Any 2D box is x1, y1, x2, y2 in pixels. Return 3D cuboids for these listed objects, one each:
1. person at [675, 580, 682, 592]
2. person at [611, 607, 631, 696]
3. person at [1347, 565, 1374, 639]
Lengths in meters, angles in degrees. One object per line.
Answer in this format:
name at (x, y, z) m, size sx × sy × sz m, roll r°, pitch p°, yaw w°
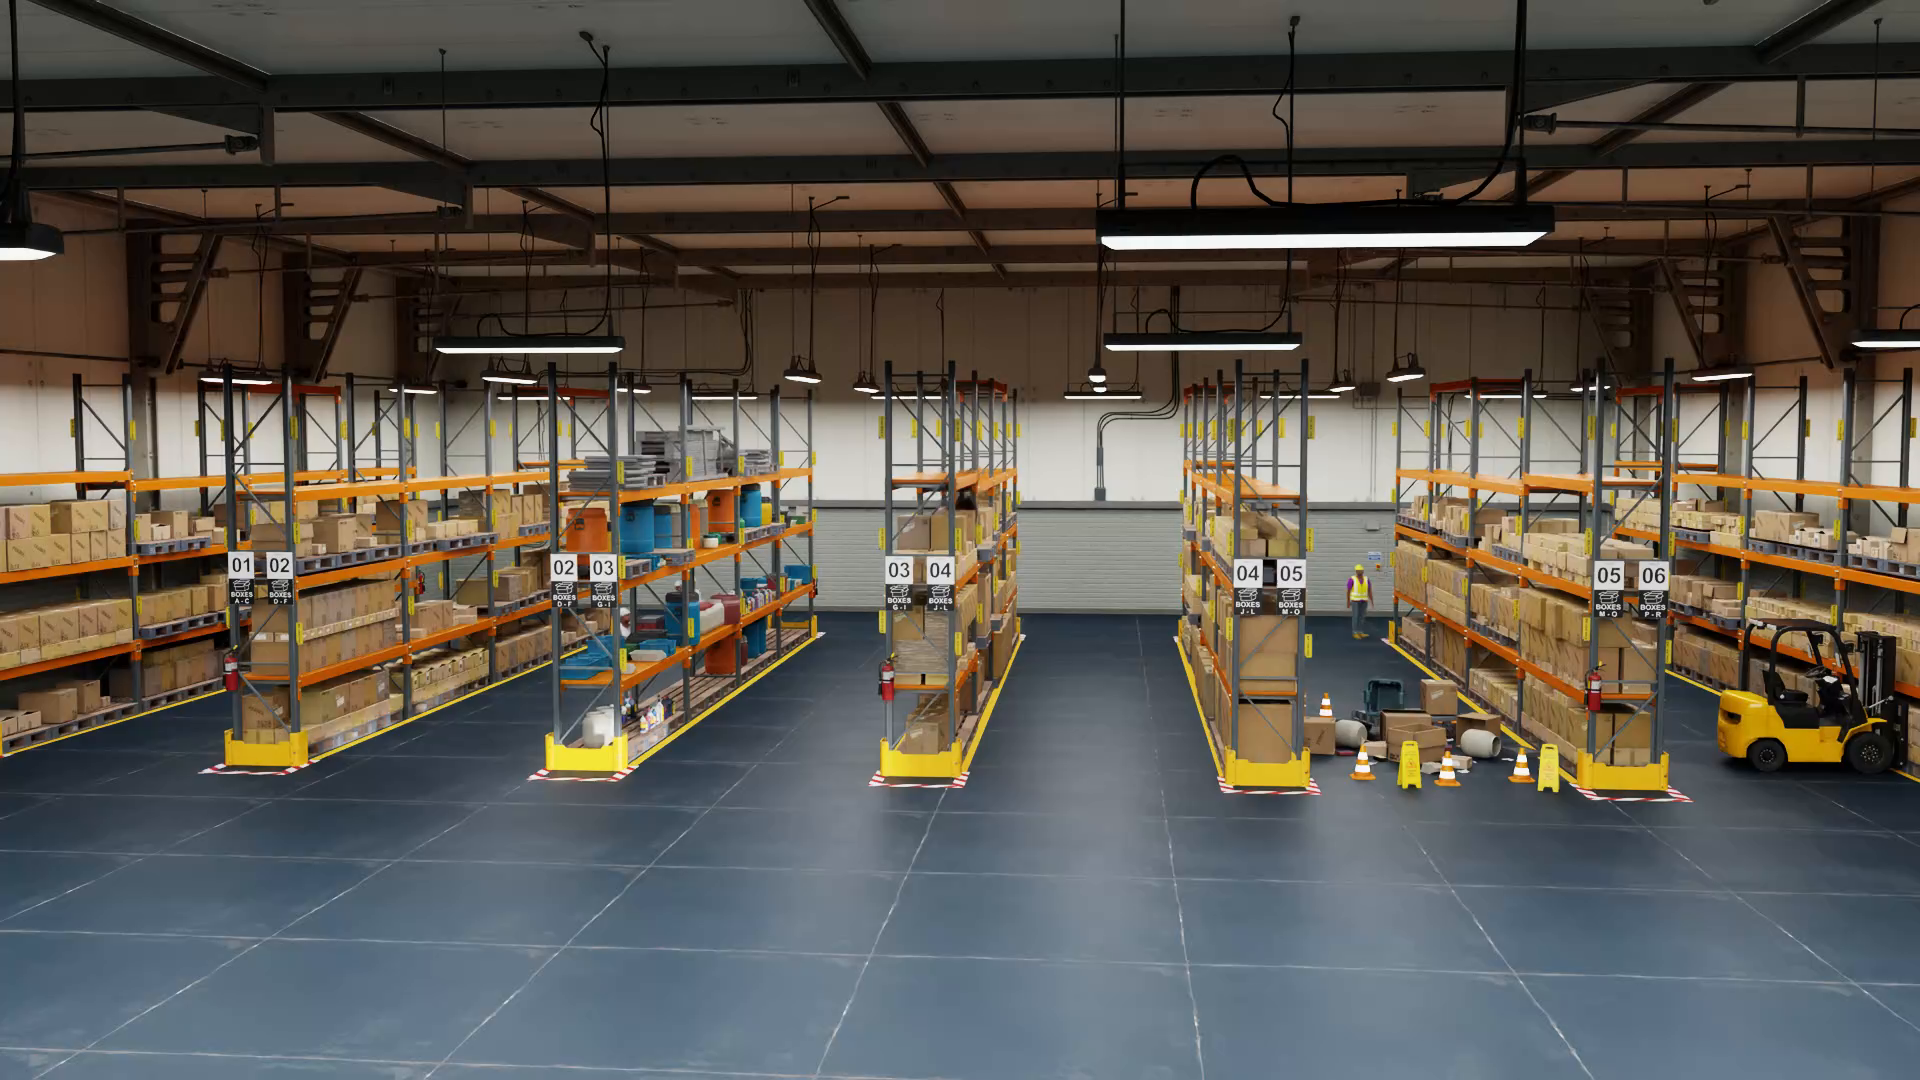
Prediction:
person at (-6.161, 1.746, 36.521) m, size 0.728 × 1.727 × 1.008 m, roll 2°, pitch 4°, yaw 30°
person at (-6.039, 2.118, 30.233) m, size 0.625 × 1.795 × 0.378 m, roll -3°, pitch 5°, yaw -35°
person at (9.655, 1.480, 40.132) m, size 0.613 × 1.779 × 0.383 m, roll -1°, pitch 4°, yaw -8°
